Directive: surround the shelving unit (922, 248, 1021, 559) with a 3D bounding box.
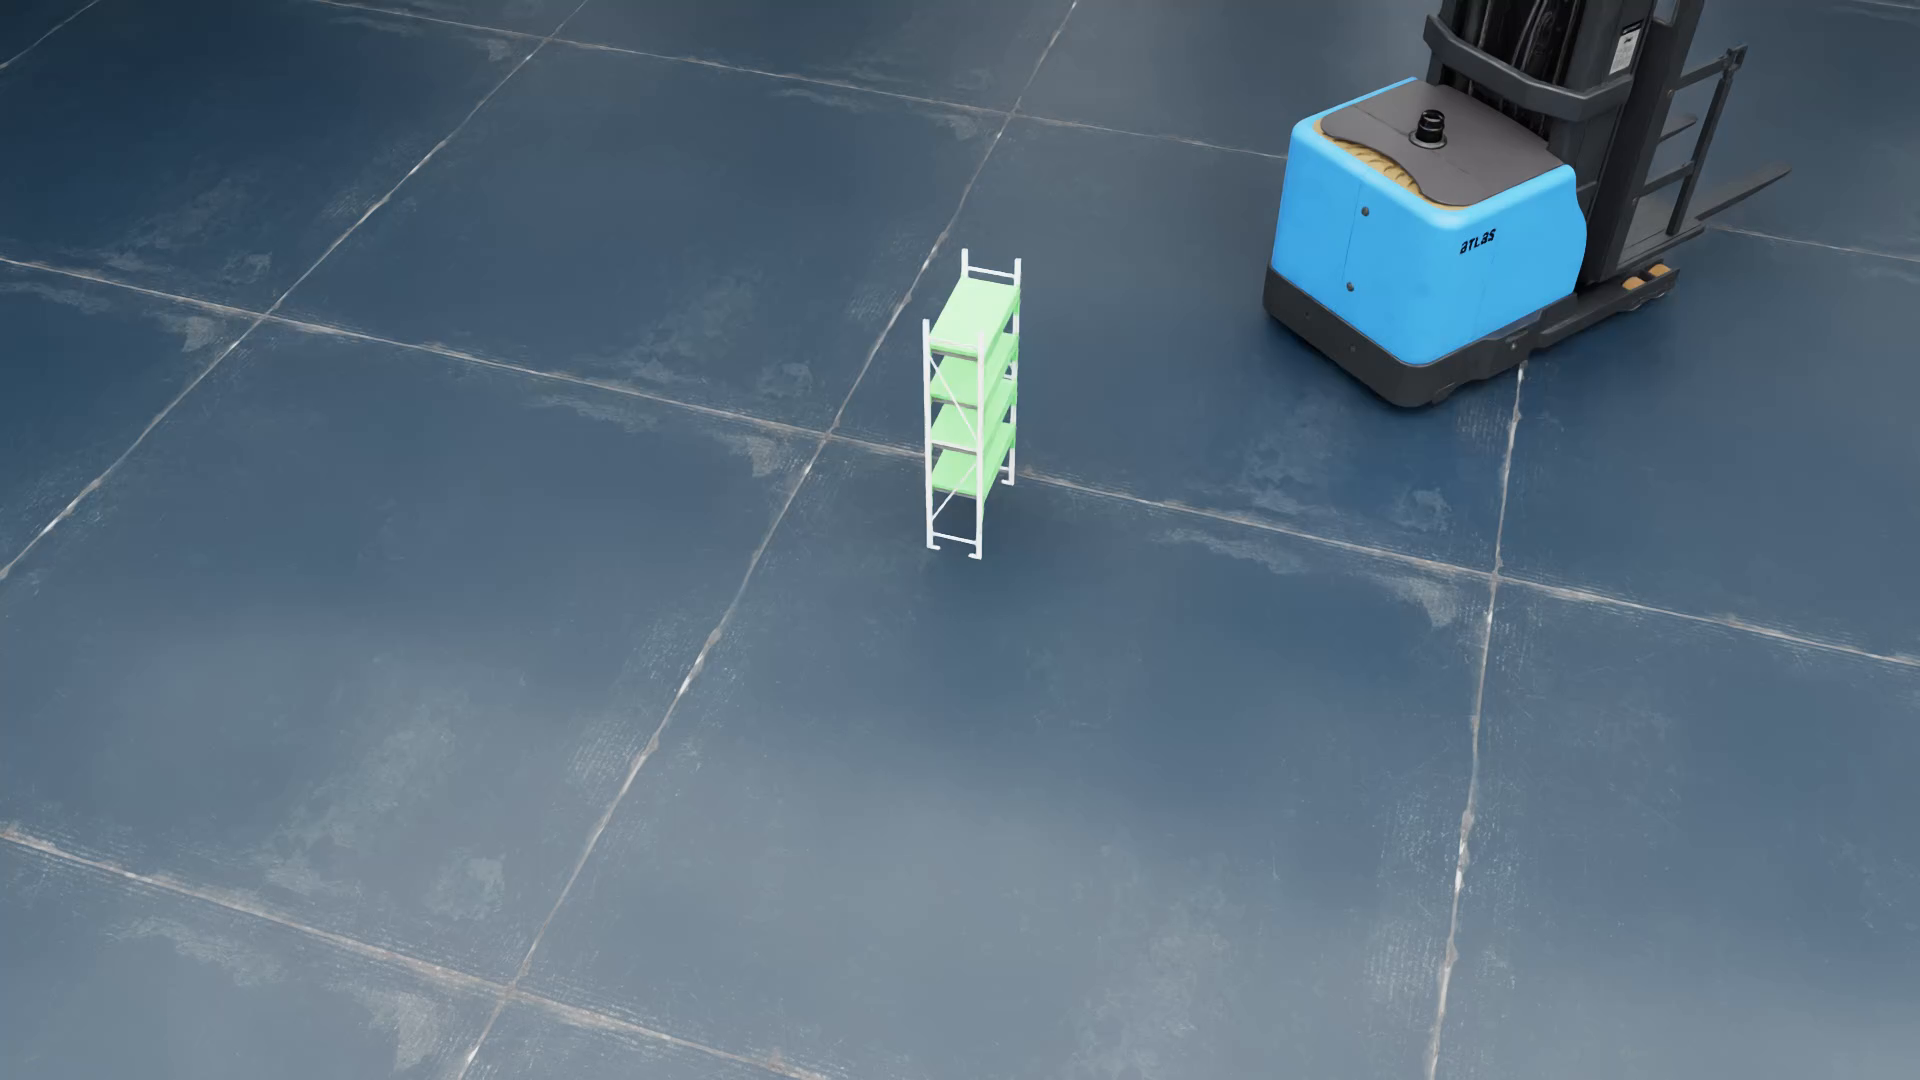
[{"bbox_3d":[0.050,-0.539,6.842,0.258,1.200,0.503,13,46,13],"label":"shelving unit"}]

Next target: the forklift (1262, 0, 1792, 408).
[{"bbox_3d":[3.001,-2.476,7.584,3.031,2.935,1.130,-25,50,-24],"label":"forklift"}]

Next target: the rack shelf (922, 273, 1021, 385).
[{"bbox_3d":[0.050,-0.837,6.551,0.258,0.148,0.480,13,46,13],"label":"rack shelf"}]

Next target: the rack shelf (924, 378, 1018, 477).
[{"bbox_3d":[0.050,-0.494,6.887,0.258,0.148,0.480,13,46,13],"label":"rack shelf"}]

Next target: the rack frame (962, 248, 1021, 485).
[{"bbox_3d":[0.124,-0.702,7.008,0.240,1.200,0.015,13,46,13],"label":"rack frame"}]

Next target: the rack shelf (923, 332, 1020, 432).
[{"bbox_3d":[0.050,-0.665,6.719,0.258,0.148,0.480,13,46,13],"label":"rack shelf"}]

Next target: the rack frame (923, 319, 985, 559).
[{"bbox_3d":[-0.024,-0.377,6.676,0.240,1.200,0.015,13,46,13],"label":"rack frame"}]

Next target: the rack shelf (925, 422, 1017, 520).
[{"bbox_3d":[0.050,-0.322,7.055,0.258,0.148,0.480,13,46,13],"label":"rack shelf"}]
